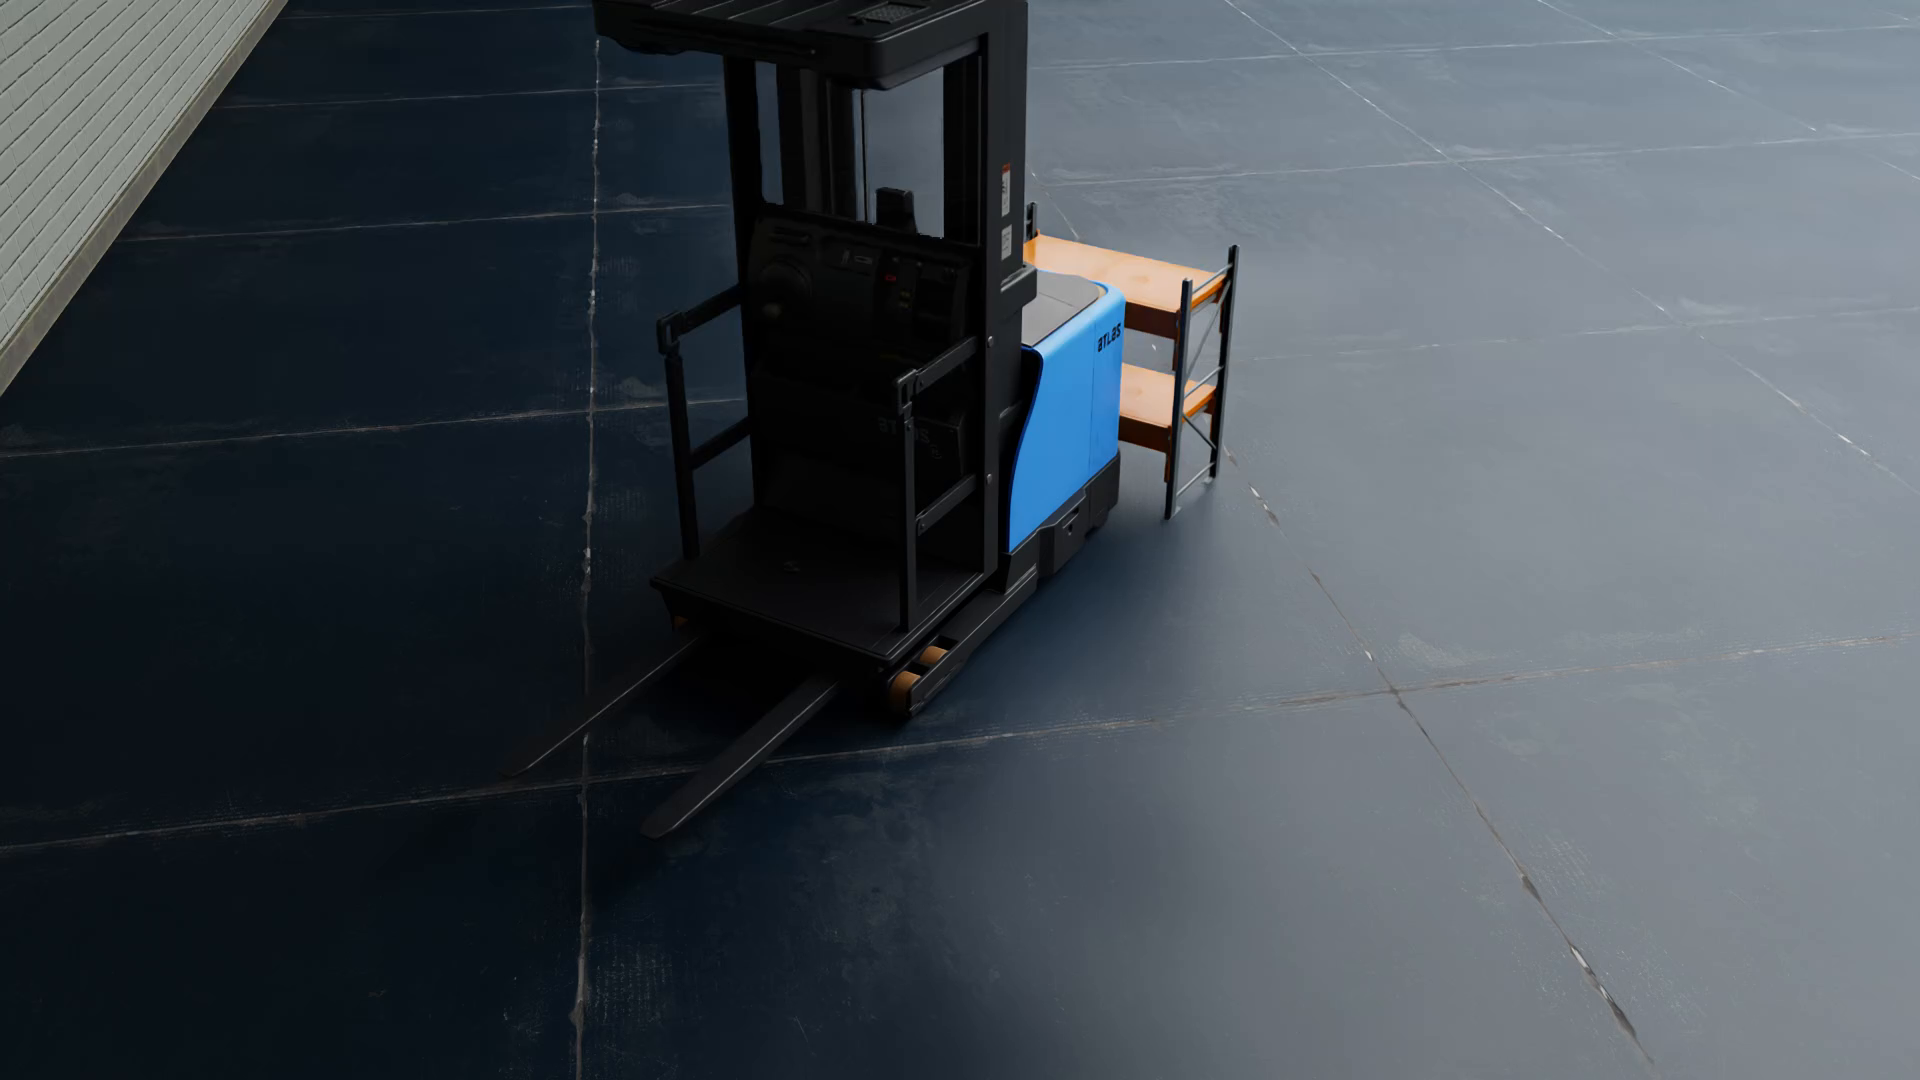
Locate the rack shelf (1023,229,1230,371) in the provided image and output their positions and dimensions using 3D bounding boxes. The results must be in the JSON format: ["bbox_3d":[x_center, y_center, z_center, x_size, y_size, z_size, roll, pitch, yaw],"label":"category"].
[{"bbox_3d":[0.636,-1.081,7.399,1.000,0.278,0.538,18,35,28],"label":"rack shelf"}]

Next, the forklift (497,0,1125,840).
[{"bbox_3d":[-0.477,-0.878,5.852,1.130,2.935,3.031,17,34,26],"label":"forklift"}]

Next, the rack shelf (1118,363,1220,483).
[{"bbox_3d":[0.635,-0.618,7.671,1.000,0.278,0.538,18,35,28],"label":"rack shelf"}]

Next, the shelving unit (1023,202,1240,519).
[{"bbox_3d":[0.635,-0.829,7.547,1.048,1.125,0.538,18,35,28],"label":"shelving unit"}]

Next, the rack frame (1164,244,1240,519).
[{"bbox_3d":[1.062,-0.688,7.309,0.032,1.125,0.500,18,35,28],"label":"rack frame"}]

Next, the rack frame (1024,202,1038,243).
[{"bbox_3d":[0.209,-0.970,7.785,0.032,1.125,0.500,18,35,28],"label":"rack frame"}]
